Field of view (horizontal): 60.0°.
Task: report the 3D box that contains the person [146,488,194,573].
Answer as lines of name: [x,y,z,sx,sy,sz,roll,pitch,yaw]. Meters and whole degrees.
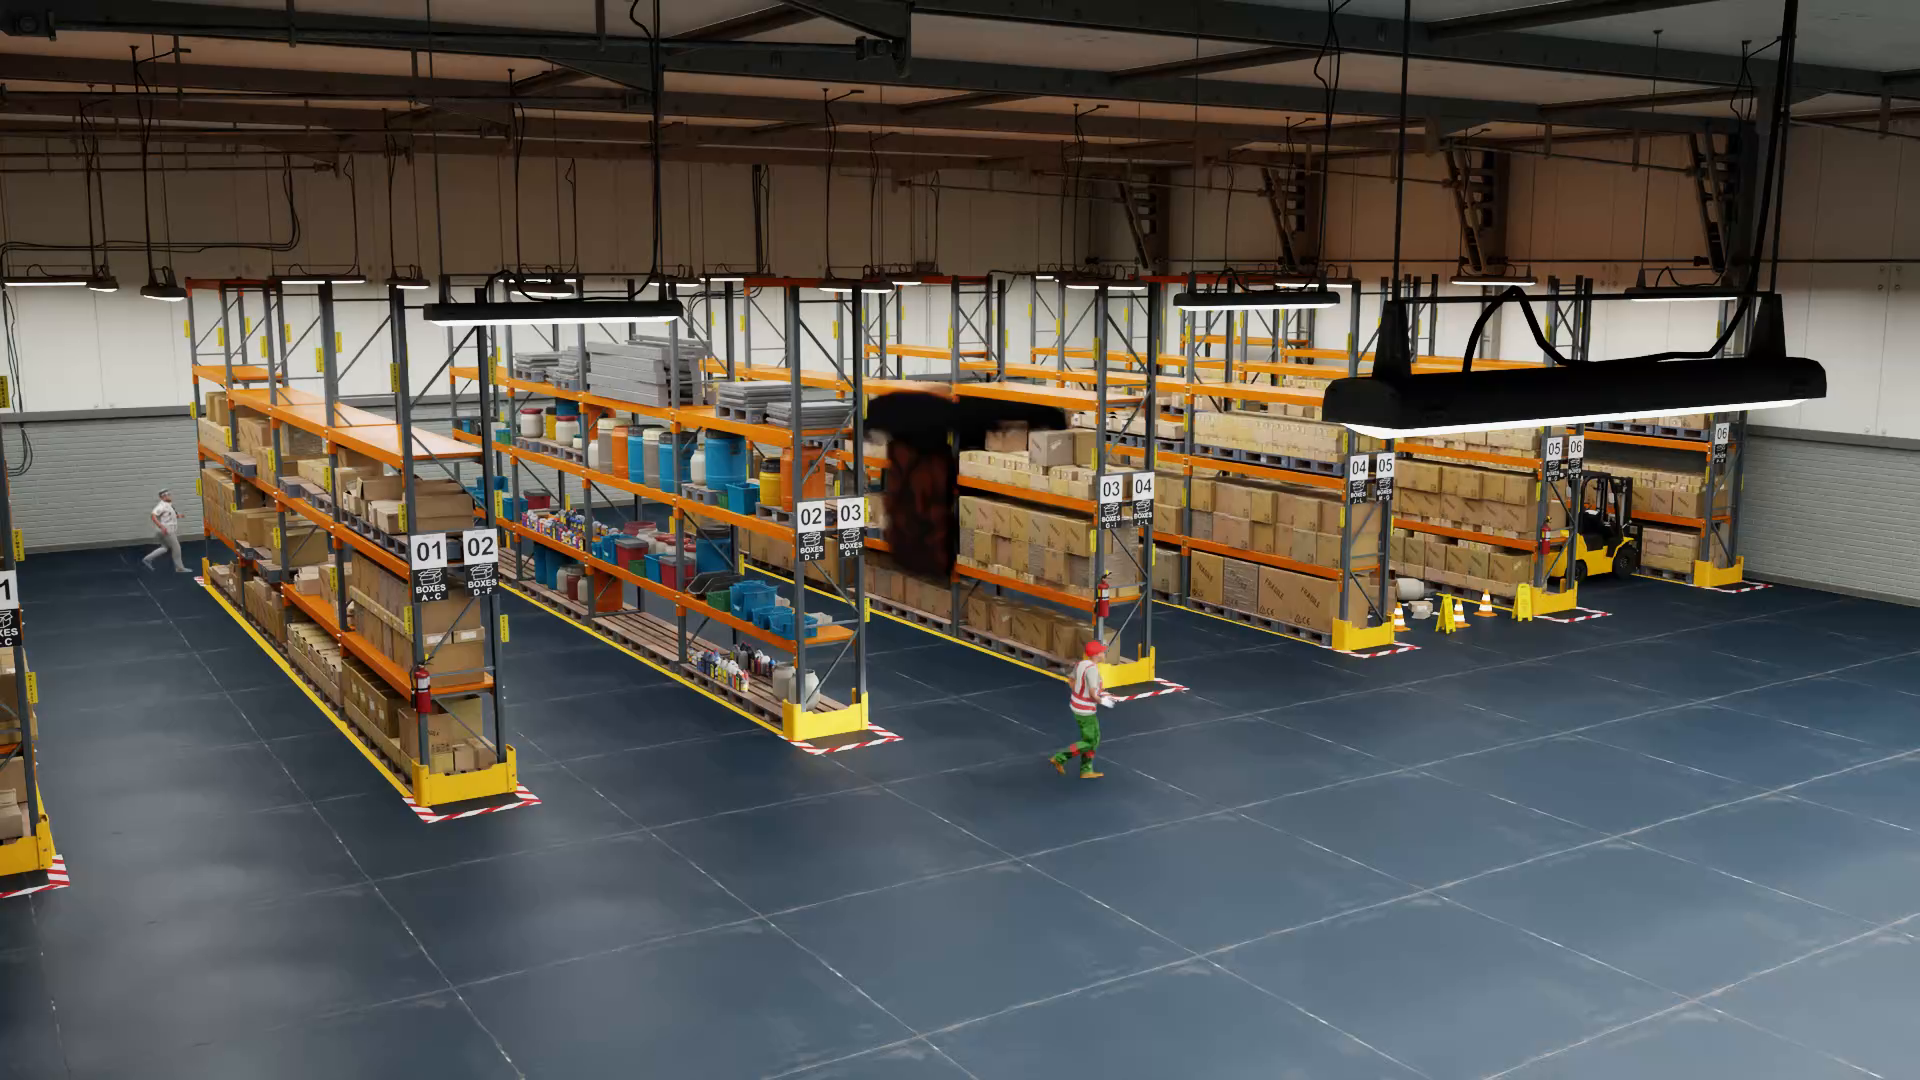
person: [-16.083,-0.178,33.715,0.873,1.754,0.659,-4,11,-25]

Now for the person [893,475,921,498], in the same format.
person: [-1.041,-0.379,33.533,0.663,1.875,0.736,-8,12,-38]

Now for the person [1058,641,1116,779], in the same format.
person: [1.541,2.101,20.400,0.716,1.729,0.652,-1,10,-9]

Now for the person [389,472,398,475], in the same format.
person: [-12.425,-0.637,36.583,0.624,1.730,0.659,-4,10,-24]
